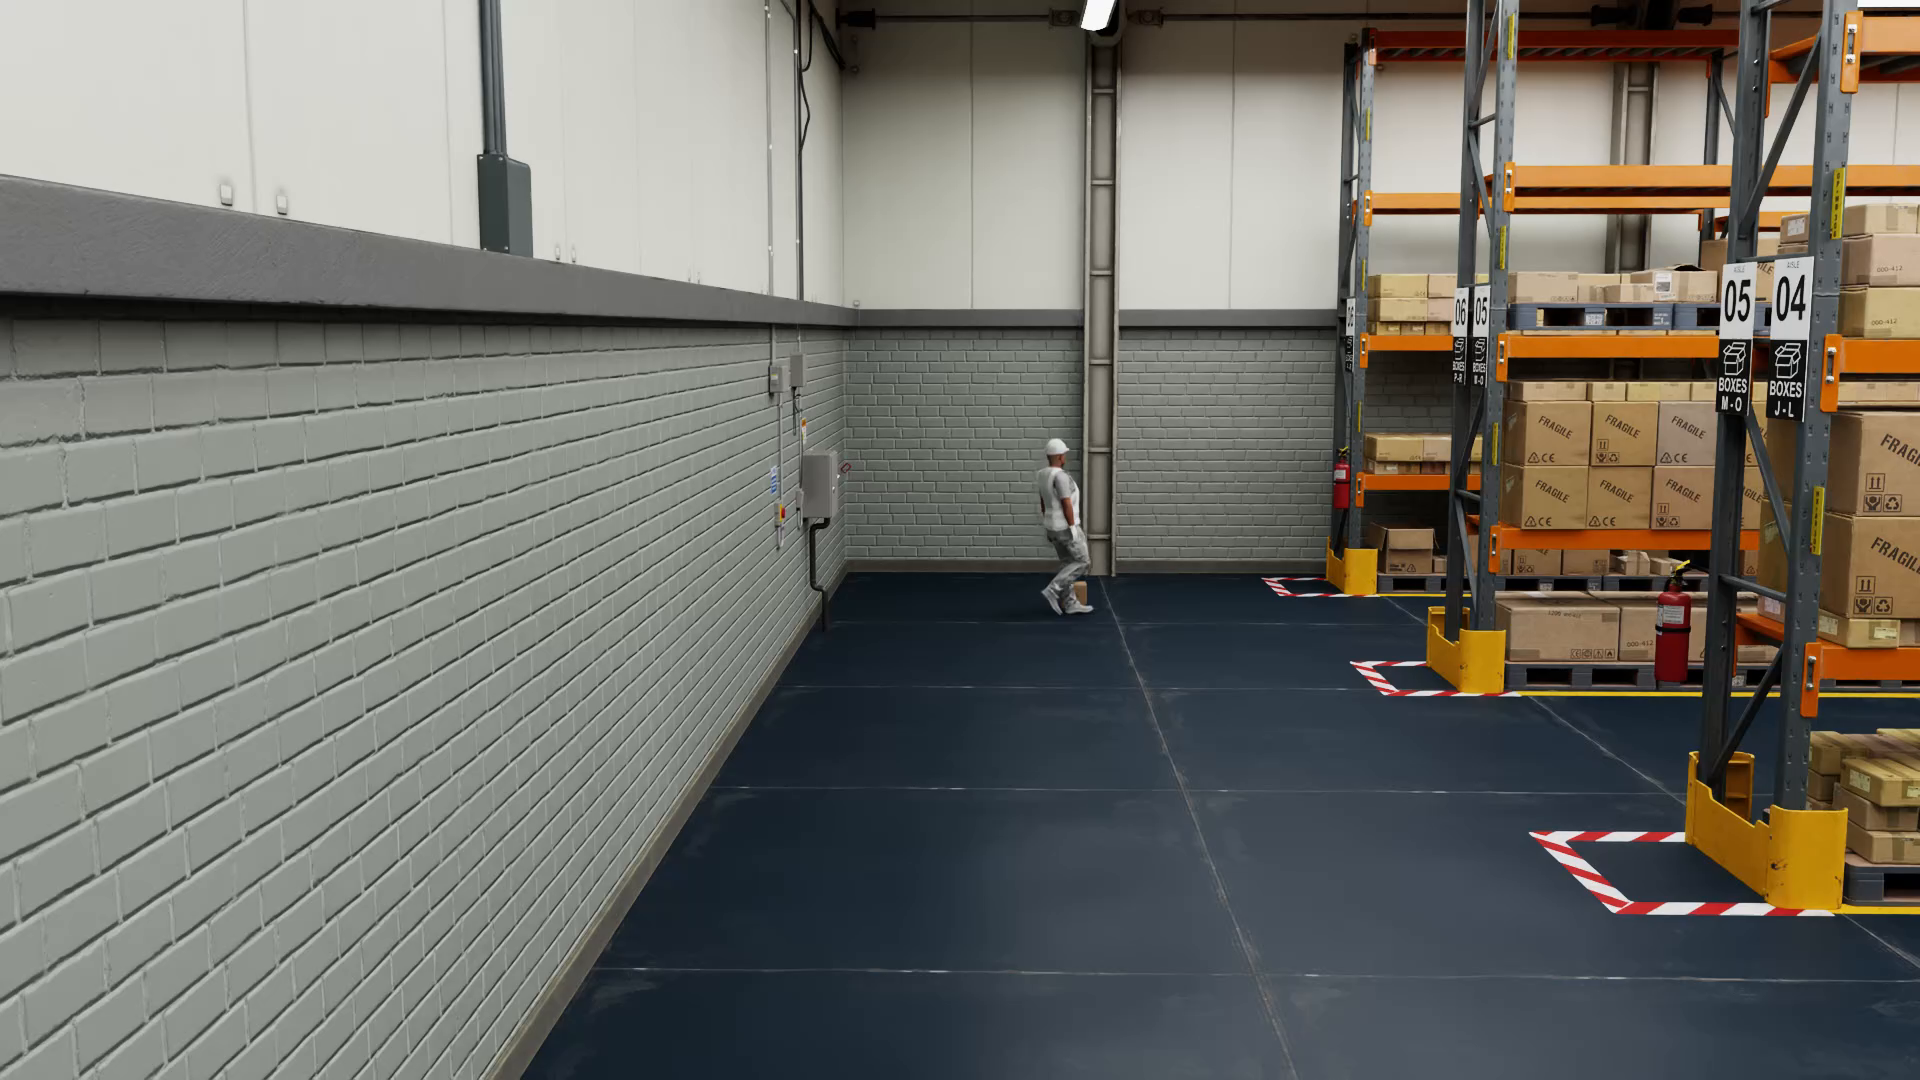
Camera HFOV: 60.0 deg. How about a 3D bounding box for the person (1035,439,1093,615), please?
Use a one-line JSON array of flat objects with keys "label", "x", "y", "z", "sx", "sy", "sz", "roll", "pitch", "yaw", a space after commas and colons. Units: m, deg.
[{"label": "person", "x": 1.073, "y": -0.130, "z": 16.664, "sx": 0.634, "sy": 1.772, "sz": 0.592, "roll": -3, "pitch": 8, "yaw": -20}]
